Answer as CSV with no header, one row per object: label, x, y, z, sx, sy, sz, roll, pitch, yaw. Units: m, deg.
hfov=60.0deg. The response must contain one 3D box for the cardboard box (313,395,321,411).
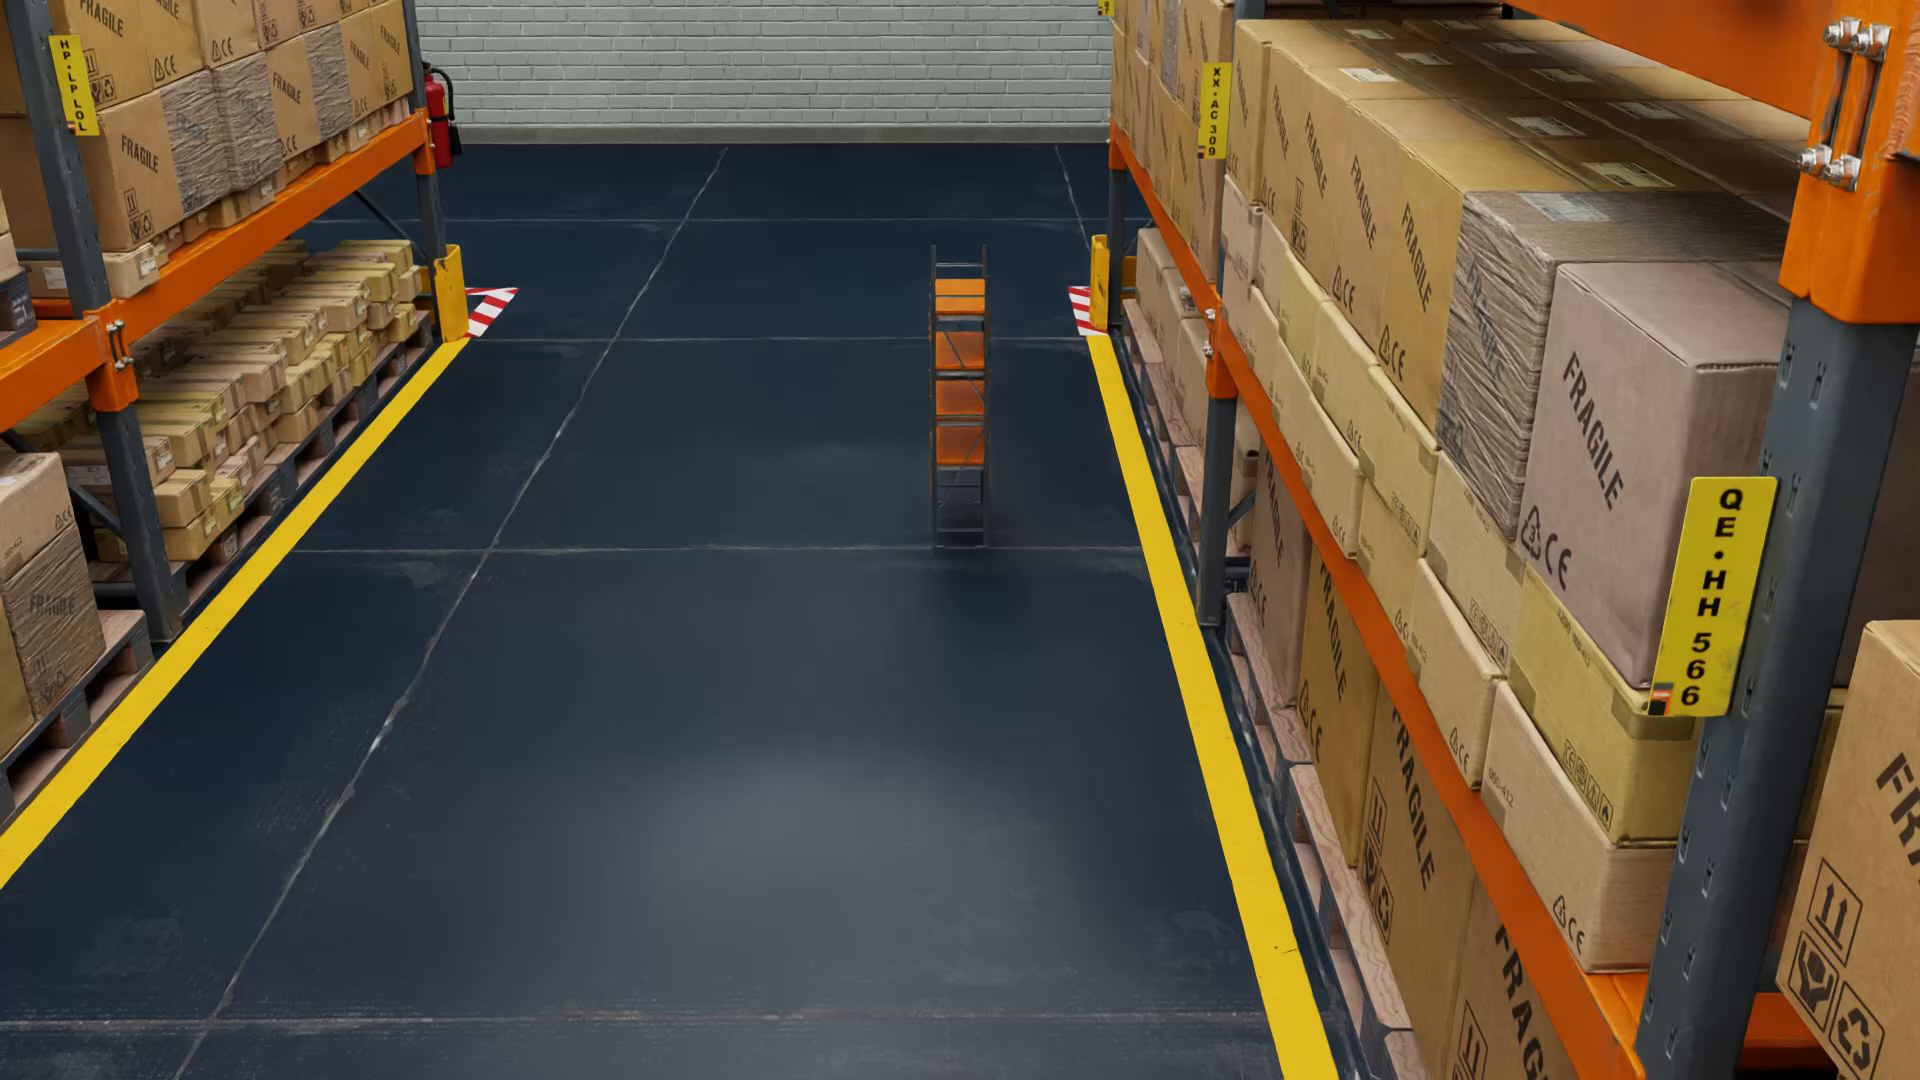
cardboard box,-3.334,-0.673,8.047,0.380,0.149,0.250,0,24,1

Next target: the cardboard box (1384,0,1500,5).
cardboard box,1.688,-1.978,5.862,0.380,0.149,0.250,-1,24,-1

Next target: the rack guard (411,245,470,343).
rack guard,-3.560,-1.464,9.881,1.175,0.500,0.348,0,24,-1

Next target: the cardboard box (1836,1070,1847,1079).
cardboard box,1.293,0.656,1.955,0.380,0.149,0.250,-2,24,-4

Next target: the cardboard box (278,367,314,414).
cardboard box,-3.251,-0.698,7.743,0.380,0.149,0.250,0,24,-1

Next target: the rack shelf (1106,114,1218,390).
rack shelf,1.410,-1.547,7.903,1.077,0.370,4.000,0,24,-1

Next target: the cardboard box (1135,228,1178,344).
cardboard box,1.495,-1.451,9.418,0.875,0.438,0.875,-1,24,-2

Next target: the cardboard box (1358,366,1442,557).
cardboard box,1.181,-0.182,3.588,0.500,0.250,0.500,-1,24,-2

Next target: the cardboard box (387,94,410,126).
cardboard box,-3.274,-2.387,9.193,0.380,0.149,0.250,0,24,0

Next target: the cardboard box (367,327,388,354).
cardboard box,-3.326,-1.096,8.984,0.380,0.149,0.250,0,24,-1

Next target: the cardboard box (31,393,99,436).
cardboard box,-3.833,-0.503,6.950,0.380,0.149,0.250,0,24,-1

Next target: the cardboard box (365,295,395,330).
cardboard box,-3.262,-1.232,8.924,0.380,0.149,0.250,-1,24,-3

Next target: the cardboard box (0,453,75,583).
cardboard box,-3.256,-0.075,5.389,0.500,0.250,0.500,-1,24,-2

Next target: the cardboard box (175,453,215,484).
cardboard box,-3.293,-0.269,6.794,0.380,0.149,0.250,0,24,0

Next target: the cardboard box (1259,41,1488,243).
cardboard box,1.182,-1.159,4.839,0.500,0.500,0.500,0,24,-1

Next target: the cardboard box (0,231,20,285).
cardboard box,-3.315,-0.901,5.397,0.380,0.149,0.250,-1,24,-2

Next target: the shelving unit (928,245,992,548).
shelving unit,-0.002,-0.615,7.154,0.258,1.200,0.503,0,24,-1

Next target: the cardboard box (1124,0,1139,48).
cardboard box,1.121,-2.788,8.439,0.500,0.500,0.500,-1,24,-2

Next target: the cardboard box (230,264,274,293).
cardboard box,-3.897,-1.363,8.852,0.380,0.149,0.250,0,24,-1

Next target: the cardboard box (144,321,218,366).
cardboard box,-3.762,-0.935,7.906,0.380,0.149,0.250,0,24,0

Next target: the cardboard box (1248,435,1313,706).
cardboard box,1.518,-0.019,5.720,0.875,0.875,0.875,0,24,1

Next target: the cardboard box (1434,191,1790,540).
cardboard box,1.194,-0.327,2.997,0.500,0.500,0.500,0,24,0

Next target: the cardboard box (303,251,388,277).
cardboard box,-3.356,-1.477,9.105,0.380,0.149,0.250,0,24,0

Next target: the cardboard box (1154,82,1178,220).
cardboard box,1.140,-1.705,7.258,0.500,0.500,0.500,-1,24,-1

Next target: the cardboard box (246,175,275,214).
cardboard box,-3.256,-1.533,7.304,0.380,0.149,0.250,1,24,2

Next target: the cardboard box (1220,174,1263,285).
cardboard box,1.154,-1.027,5.457,0.500,0.250,0.500,-1,24,-2

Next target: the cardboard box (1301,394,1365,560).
cardboard box,1.166,-0.169,4.166,0.500,0.250,0.500,-1,24,-1

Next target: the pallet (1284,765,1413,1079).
pallet,1.532,1.042,4.690,1.003,0.211,1.213,0,24,-1

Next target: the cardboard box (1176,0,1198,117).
cardboard box,1.153,-1.954,6.595,0.500,0.500,0.500,-1,24,-1

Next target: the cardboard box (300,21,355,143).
cardboard box,-3.283,-2.211,8.016,0.500,0.500,0.500,0,24,0

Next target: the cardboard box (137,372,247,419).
cardboard box,-3.335,-0.618,7.204,0.380,0.149,0.250,-1,24,-2

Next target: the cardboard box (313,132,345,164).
cardboard box,-3.292,-1.968,8.265,0.380,0.149,0.250,-1,24,-3

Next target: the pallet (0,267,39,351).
pallet,-3.654,-0.583,5.133,1.003,0.211,1.213,0,24,-1

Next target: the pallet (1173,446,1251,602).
pallet,1.502,-0.094,7.201,1.003,0.211,1.213,0,24,-1

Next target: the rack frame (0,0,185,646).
rack frame,-3.517,-0.986,5.791,1.000,3.000,0.127,0,24,-1

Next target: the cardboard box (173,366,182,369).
cardboard box,-3.744,-0.794,7.954,0.380,0.149,0.250,1,24,2

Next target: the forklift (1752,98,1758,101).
forklift,3.677,-1.694,7.438,3.031,2.935,1.130,-6,25,-12

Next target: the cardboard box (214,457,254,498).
cardboard box,-3.257,-0.242,7.096,0.380,0.149,0.250,0,24,-1

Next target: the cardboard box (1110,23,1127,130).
cardboard box,1.106,-2.545,9.116,0.500,0.500,0.500,0,24,-1

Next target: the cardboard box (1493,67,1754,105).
cardboard box,1.687,-0.946,4.368,0.500,0.500,0.500,0,24,1

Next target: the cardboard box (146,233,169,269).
cardboard box,-3.270,-1.096,6.339,0.380,0.149,0.250,0,24,1

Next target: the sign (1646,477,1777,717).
sign,0.920,0.074,2.041,0.100,0.325,0.005,0,24,-1

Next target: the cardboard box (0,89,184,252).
cardboard box,-3.270,-1.373,6.163,0.500,0.500,0.500,-1,24,-2

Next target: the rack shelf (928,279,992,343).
rack shelf,-0.002,-0.973,6.992,0.258,0.148,0.480,0,24,-1

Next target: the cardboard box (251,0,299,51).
cardboard box,-3.278,-2.443,7.316,0.500,0.500,0.500,-1,24,-2

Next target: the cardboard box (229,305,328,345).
cardboard box,-3.336,-1.045,8.148,0.380,0.149,0.250,-1,24,-2
